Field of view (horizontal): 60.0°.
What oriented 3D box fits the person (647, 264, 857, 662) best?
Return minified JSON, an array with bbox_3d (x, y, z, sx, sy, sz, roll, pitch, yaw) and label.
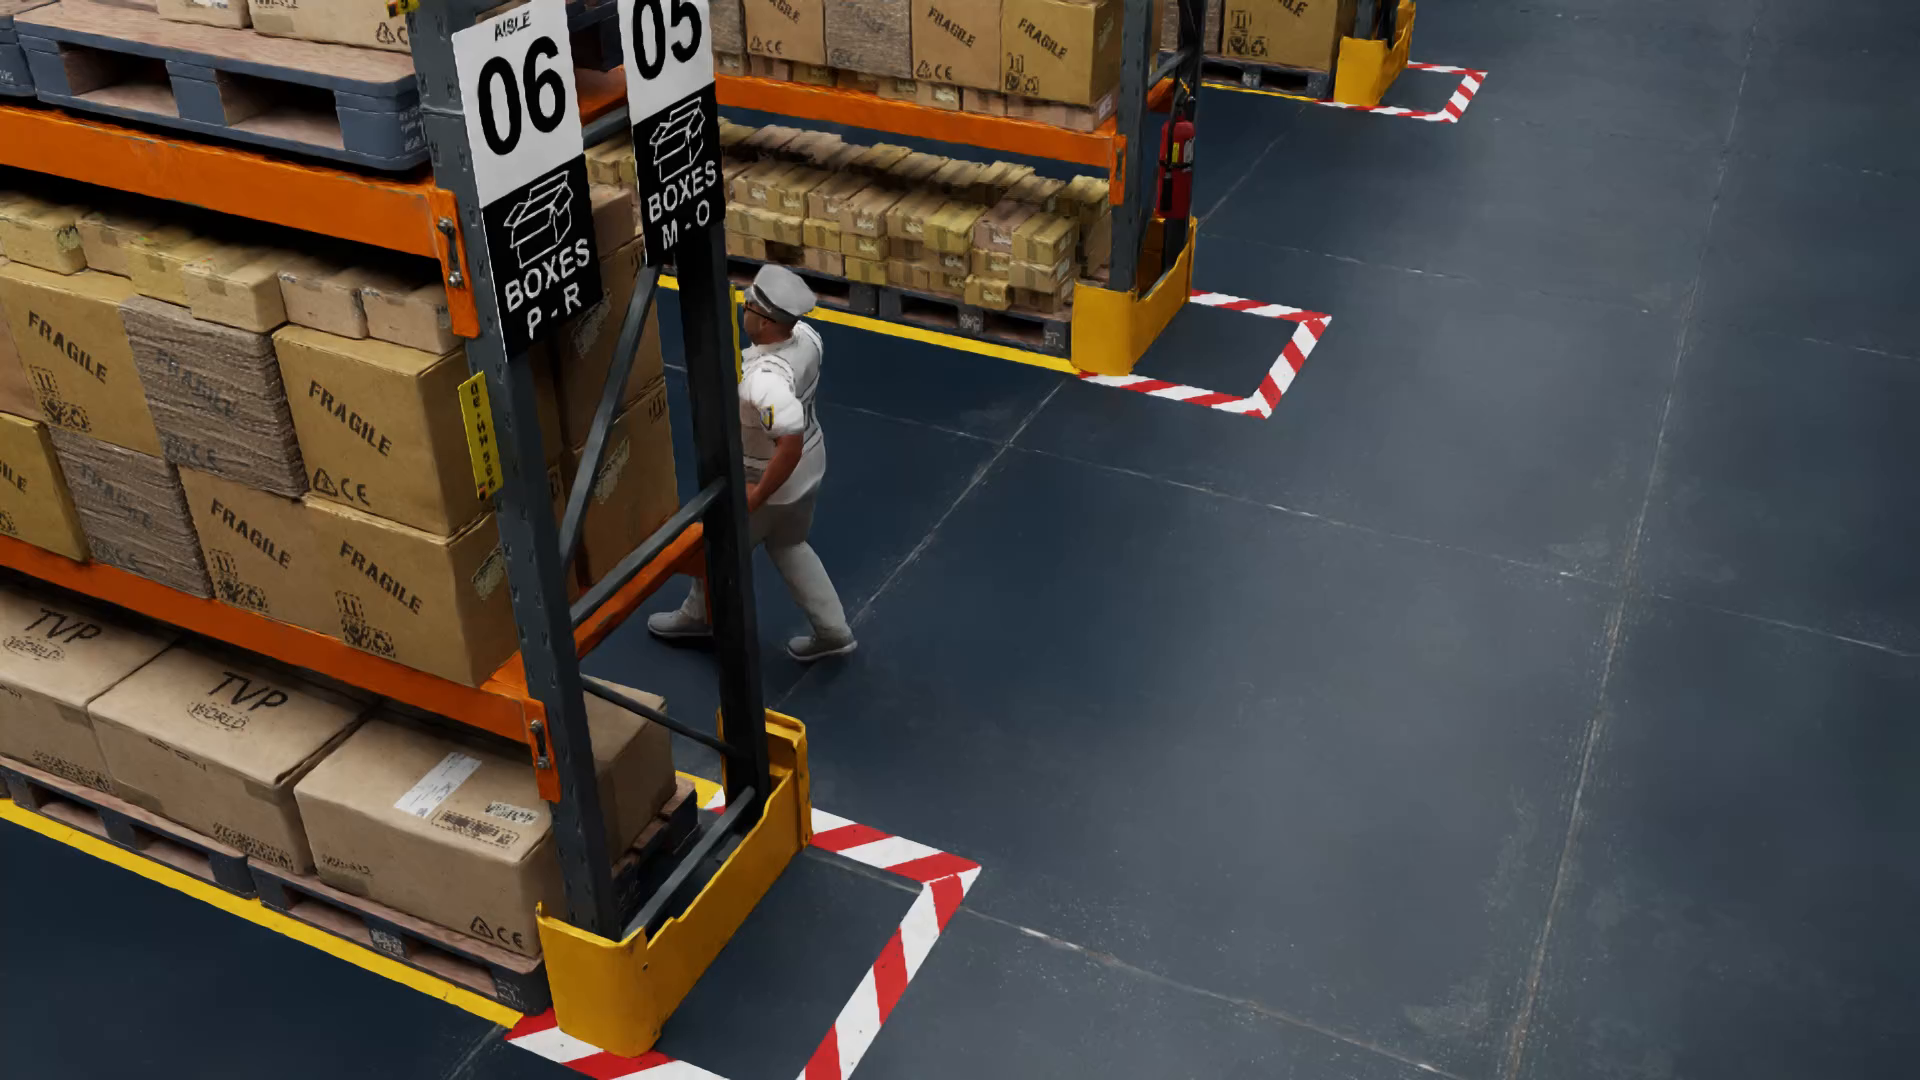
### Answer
[{"bbox_3d":[-0.860,-0.301,6.564,0.922,1.757,0.611,16,37,23],"label":"person"}]
